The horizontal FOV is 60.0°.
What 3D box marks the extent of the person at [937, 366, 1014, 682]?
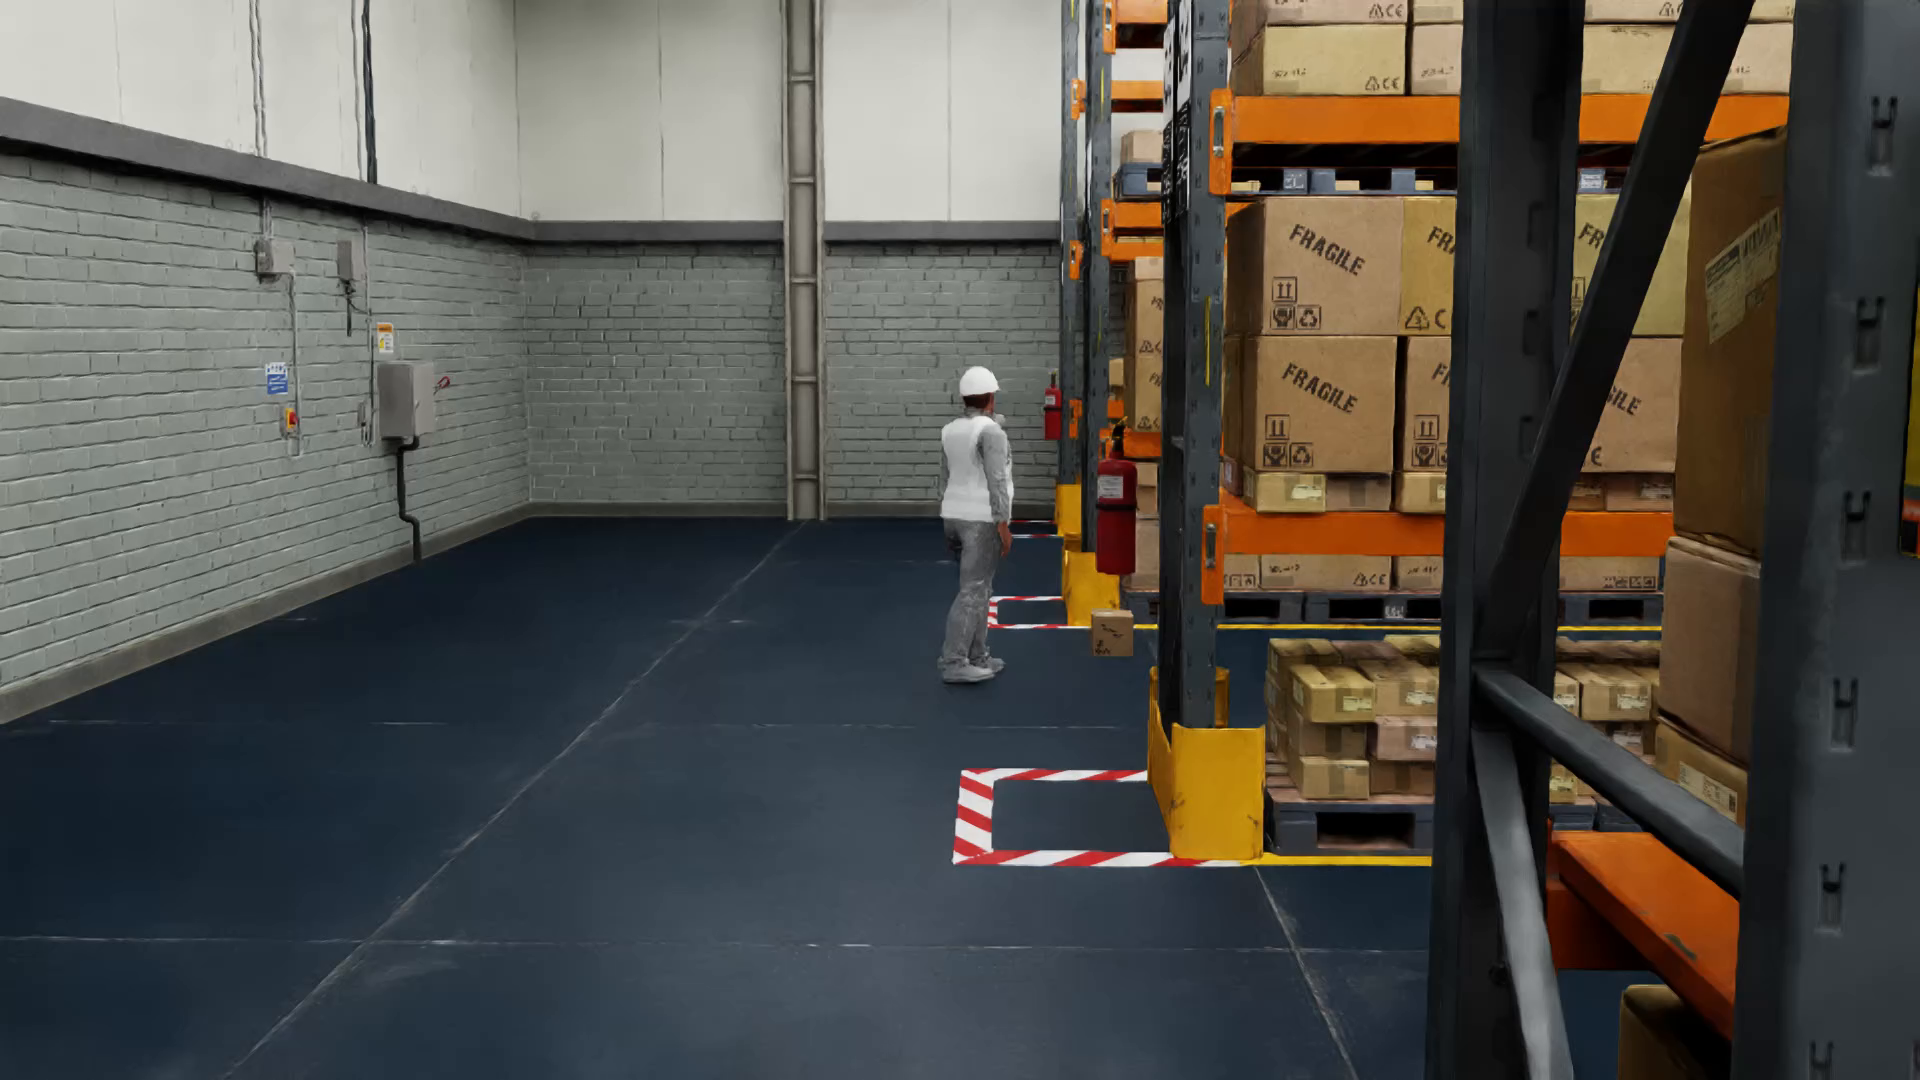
[{"bbox_3d":[0.082,-0.094,9.414,0.565,1.769,0.554,-4,8,-32],"label":"person"}]
